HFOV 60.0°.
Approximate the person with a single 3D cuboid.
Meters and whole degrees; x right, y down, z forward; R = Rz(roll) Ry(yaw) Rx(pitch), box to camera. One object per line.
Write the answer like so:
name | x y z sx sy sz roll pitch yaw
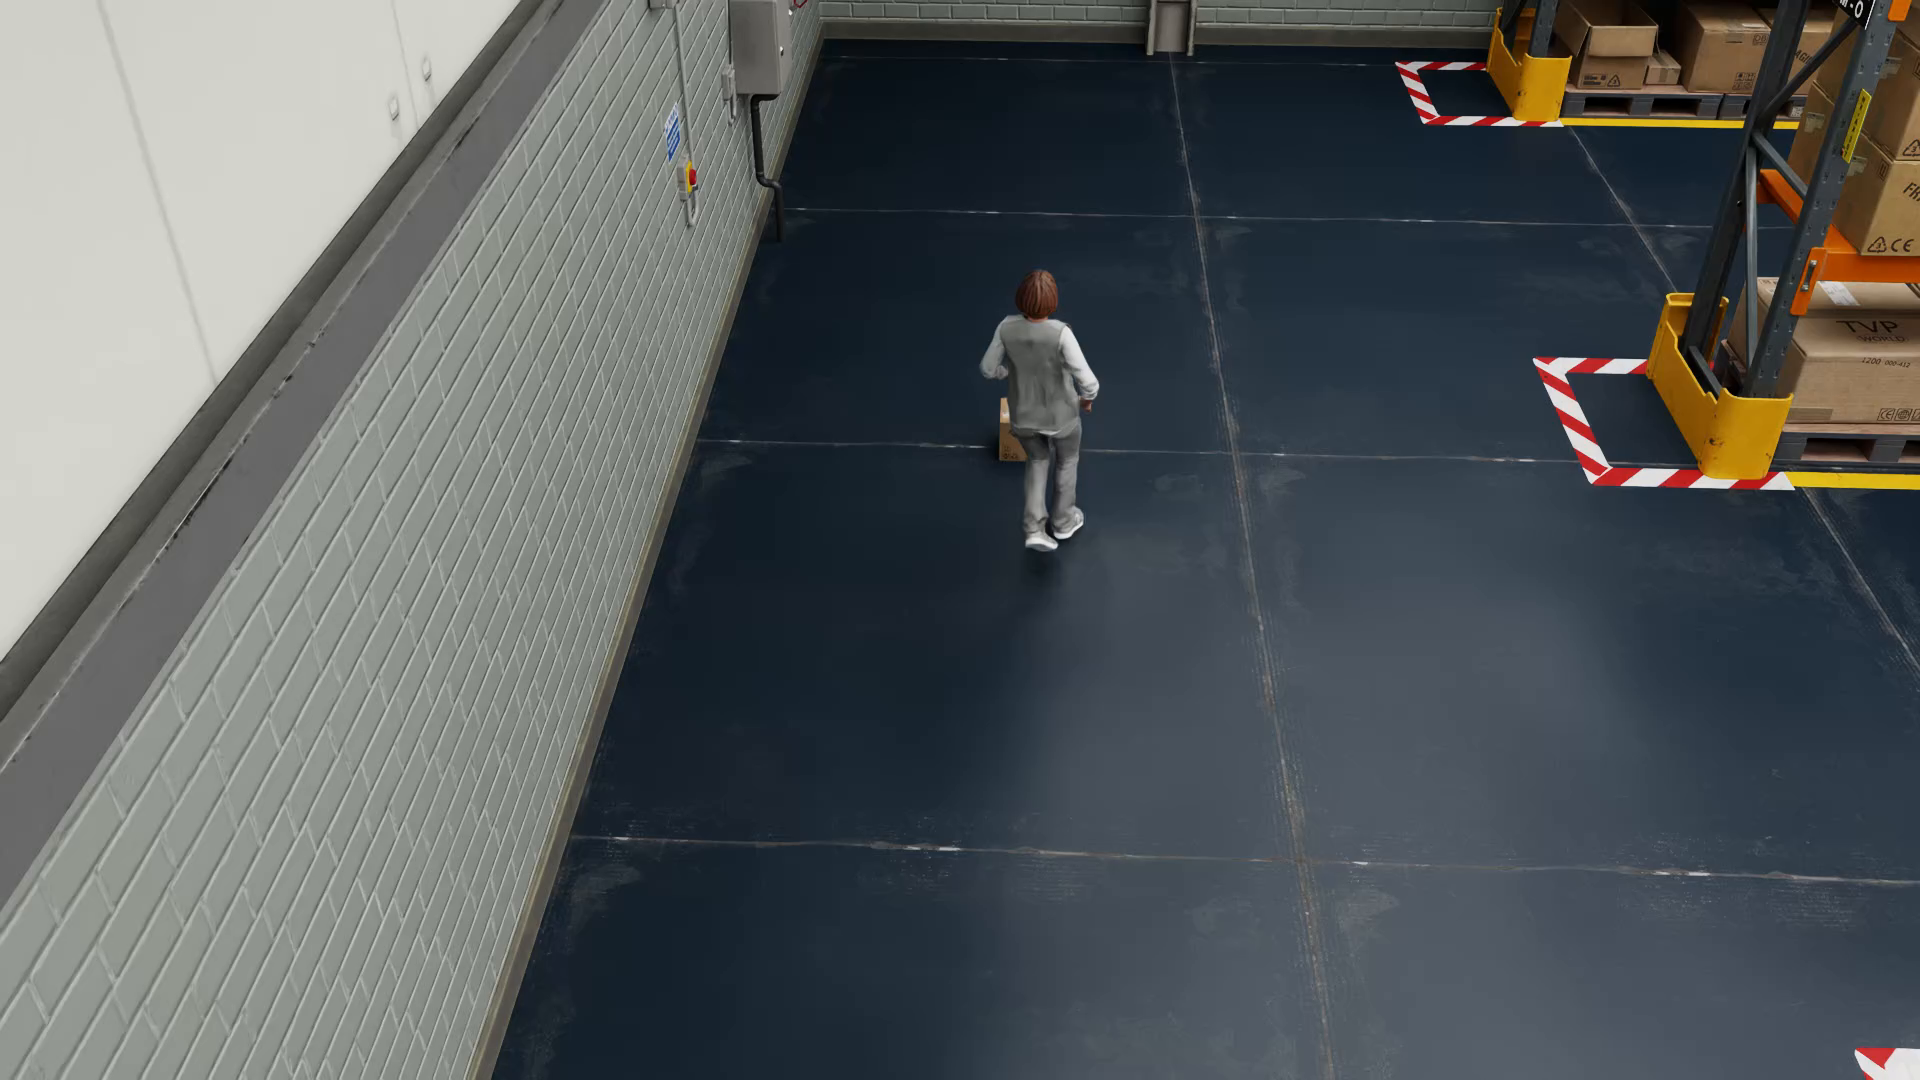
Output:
person | 0.395 -0.609 7.994 0.592 1.554 0.598 10 37 13
